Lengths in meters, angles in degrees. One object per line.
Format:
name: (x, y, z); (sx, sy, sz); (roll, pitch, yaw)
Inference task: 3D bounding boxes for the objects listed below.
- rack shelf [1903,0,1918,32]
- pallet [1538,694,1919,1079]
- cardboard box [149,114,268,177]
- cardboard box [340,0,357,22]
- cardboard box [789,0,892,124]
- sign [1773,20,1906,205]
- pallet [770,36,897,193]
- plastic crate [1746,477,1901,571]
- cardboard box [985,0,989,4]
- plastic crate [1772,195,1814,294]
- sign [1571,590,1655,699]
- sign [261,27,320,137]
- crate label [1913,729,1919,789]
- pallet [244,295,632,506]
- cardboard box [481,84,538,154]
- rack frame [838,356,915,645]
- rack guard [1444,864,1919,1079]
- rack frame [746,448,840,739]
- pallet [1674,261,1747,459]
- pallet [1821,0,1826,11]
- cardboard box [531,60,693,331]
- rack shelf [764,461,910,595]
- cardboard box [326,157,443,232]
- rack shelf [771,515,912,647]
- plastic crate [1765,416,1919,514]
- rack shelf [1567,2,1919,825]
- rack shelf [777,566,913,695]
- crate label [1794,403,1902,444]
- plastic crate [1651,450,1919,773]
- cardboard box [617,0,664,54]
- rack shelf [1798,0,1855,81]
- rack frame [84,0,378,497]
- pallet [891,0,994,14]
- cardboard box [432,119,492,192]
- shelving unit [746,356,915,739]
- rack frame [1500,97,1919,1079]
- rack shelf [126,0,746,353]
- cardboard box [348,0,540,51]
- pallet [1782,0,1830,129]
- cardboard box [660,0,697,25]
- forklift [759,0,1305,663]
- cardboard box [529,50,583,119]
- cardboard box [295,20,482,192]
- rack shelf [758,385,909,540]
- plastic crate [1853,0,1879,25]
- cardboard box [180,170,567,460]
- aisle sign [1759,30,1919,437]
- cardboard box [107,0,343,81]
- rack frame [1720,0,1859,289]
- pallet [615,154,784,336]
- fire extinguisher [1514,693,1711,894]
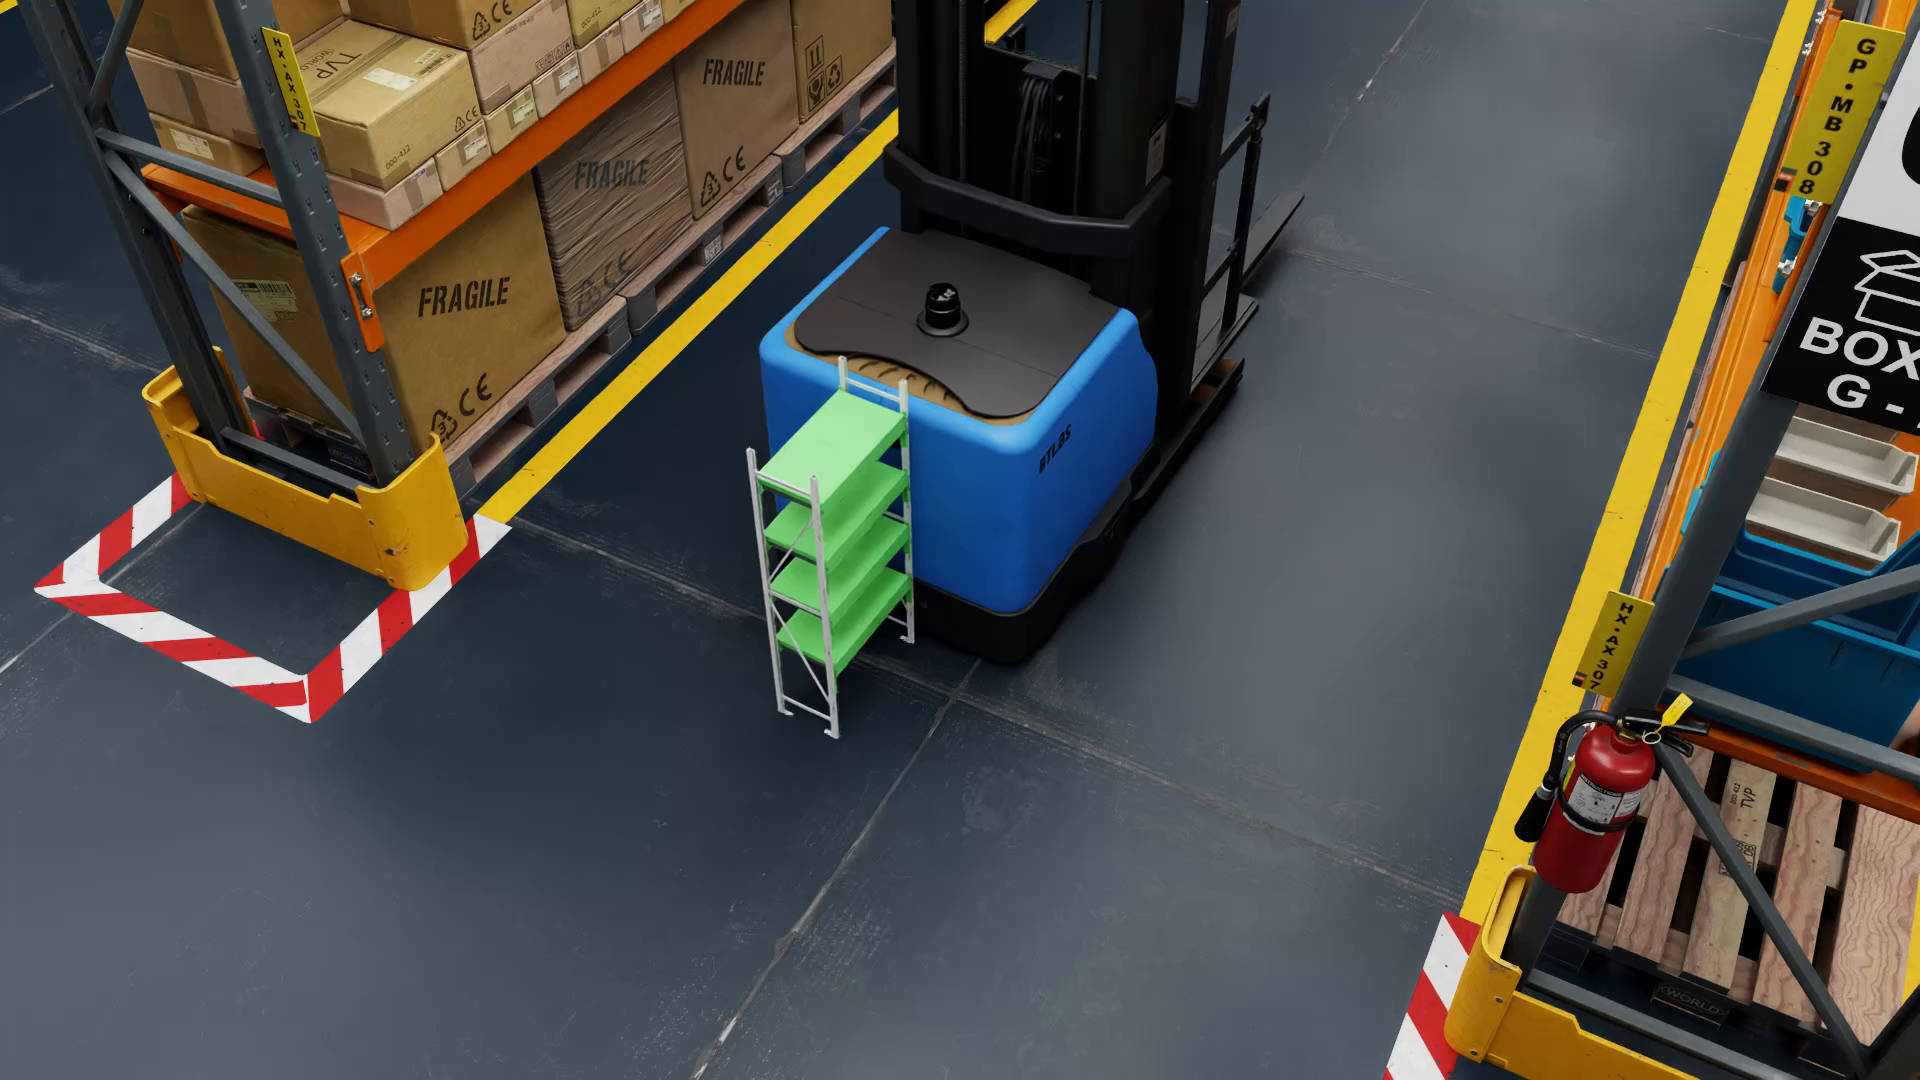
rack shelf: (2.908, -1.660, 4.041); (0.919, 0.124, 3.809); (20, 49, 19)
pallet: (2.397, 0.943, 5.169); (1.003, 0.211, 1.213); (20, 49, 19)
cardboard box: (-2.534, -1.410, 5.712); (0.380, 0.149, 0.250); (21, 49, 20)
cardboard box: (-2.181, -1.930, 5.944); (0.500, 0.250, 0.500); (20, 49, 18)
cardboard box: (-0.928, -2.697, 8.005); (0.875, 0.875, 0.875); (20, 49, 19)
sign: (1.485, -0.719, 2.817); (0.100, 0.325, 0.005); (20, 49, 19)
pallet: (-0.973, -2.252, 8.327); (1.003, 0.211, 1.213); (20, 49, 19)
plastic crate: (2.198, -0.032, 4.316); (0.396, 0.136, 0.243); (20, 49, 19)
cardboard box: (-0.271, -3.496, 8.795); (1.225, 0.875, 0.875); (21, 49, 19)
plastic crate: (2.706, -0.871, 5.077); (0.416, 0.233, 0.300); (20, 49, 19)
sign: (1.485, 0.241, 3.788); (0.100, 0.325, 0.005); (20, 49, 19)
sign: (-1.919, -1.311, 4.772); (0.100, 0.325, 0.005); (20, 49, 19)
crate label: (2.386, 0.461, 3.761); (0.416, 0.233, 0.303); (20, 49, 19)
pallet: (-2.105, -0.715, 6.808); (1.003, 0.211, 1.213); (20, 49, 19)
cardboard box: (-1.714, -1.515, 5.815); (0.380, 0.149, 0.250); (19, 48, 18)
rack frame: (-0.267, -0.099, 5.504); (0.240, 1.200, 0.015); (22, 49, 21)
rack guard: (1.980, 1.368, 4.547); (1.175, 0.500, 0.348); (20, 49, 19)
rack frame: (-0.513, 0.201, 5.208); (0.240, 1.200, 0.015); (22, 49, 21)
pallet: (3.530, -0.594, 6.689); (1.003, 0.211, 1.213); (20, 49, 19)
pallet: (5.364, -3.079, 9.145); (1.003, 0.211, 1.213); (20, 49, 19)
cardboard box: (-1.759, -1.569, 6.891); (0.875, 0.875, 0.875); (20, 49, 19)
rack shelf: (-0.390, -0.073, 5.231); (0.258, 0.148, 0.480); (22, 49, 21)
cardboard box: (-1.950, -1.192, 5.496); (0.380, 0.149, 0.250); (21, 49, 19)
rack shelf: (-0.390, 0.096, 5.402); (0.258, 0.148, 0.480); (22, 49, 21)
plastic crate: (2.345, -0.210, 4.492); (0.396, 0.136, 0.243); (20, 49, 19)
rack shelf: (2.908, -0.537, 5.178); (1.077, 0.370, 4.000); (20, 49, 19)
rack shelf: (-0.390, 0.264, 5.572); (0.258, 0.148, 0.480); (22, 49, 21)
crate label: (2.453, -0.394, 4.673); (0.396, 0.136, 0.243); (20, 49, 19)
plastic crate: (1.970, 0.164, 3.912); (0.616, 0.435, 0.499); (20, 49, 19)
cardboard box: (-1.355, -2.003, 6.297); (0.380, 0.149, 0.250); (20, 49, 19)
rack shelf: (4.765, -3.057, 7.668); (1.077, 0.370, 4.000); (20, 49, 19)
rack frame: (-2.410, -1.167, 5.294); (0.949, 2.616, 0.053); (20, 49, 19)
pallet: (-0.259, -3.216, 9.280); (1.003, 0.211, 1.213); (20, 49, 19)
cardboard box: (-1.832, -1.354, 5.656); (0.380, 0.149, 0.250); (20, 49, 18)
shelving unit: (-0.390, 0.051, 5.356); (0.258, 1.200, 0.503); (22, 49, 21)
rack frame: (1.980, 0.470, 3.677); (1.000, 3.000, 0.127); (20, 49, 19)
rack shelf: (-1.479, -2.173, 6.794); (1.077, 0.370, 4.000); (20, 49, 19)
cardboard box: (-1.713, -2.009, 5.496); (0.500, 0.500, 0.500); (19, 48, 18)
pallet: (4.797, -2.314, 8.388); (1.003, 0.211, 1.213); (20, 49, 19)
cardboard box: (-1.237, -2.161, 6.454); (0.380, 0.149, 0.250); (19, 48, 18)
forklift: (0.505, -1.647, 5.817); (1.130, 2.935, 3.031); (22, 49, 21)
cardboard box: (-1.594, -1.680, 5.978); (0.380, 0.149, 0.250); (20, 49, 18)
cardboard box: (-1.945, -1.431, 5.451); (0.500, 0.250, 0.500); (19, 48, 18)
rack shelf: (-0.390, -0.242, 5.060); (0.258, 0.148, 0.480); (22, 49, 21)
plastic crate: (3.200, -1.614, 5.649); (0.402, 0.464, 0.583); (20, 49, 19)
cardboard box: (-2.181, -0.996, 6.324); (0.875, 0.875, 0.875); (20, 49, 19)
aisle sign: (1.687, -0.495, 2.803); (0.394, 0.787, 0.004); (20, 49, 19)
cardboard box: (-2.414, -1.875, 5.363); (0.500, 0.500, 0.500); (21, 49, 20)
rack frame: (3.836, -2.050, 6.167); (1.000, 3.000, 0.127); (20, 49, 19)
pallet: (-1.538, -1.481, 7.565); (1.003, 0.211, 1.213); (20, 49, 19)
fire extinguisher: (1.507, 0.573, 3.891); (0.296, 0.674, 0.183); (20, 49, 19)
